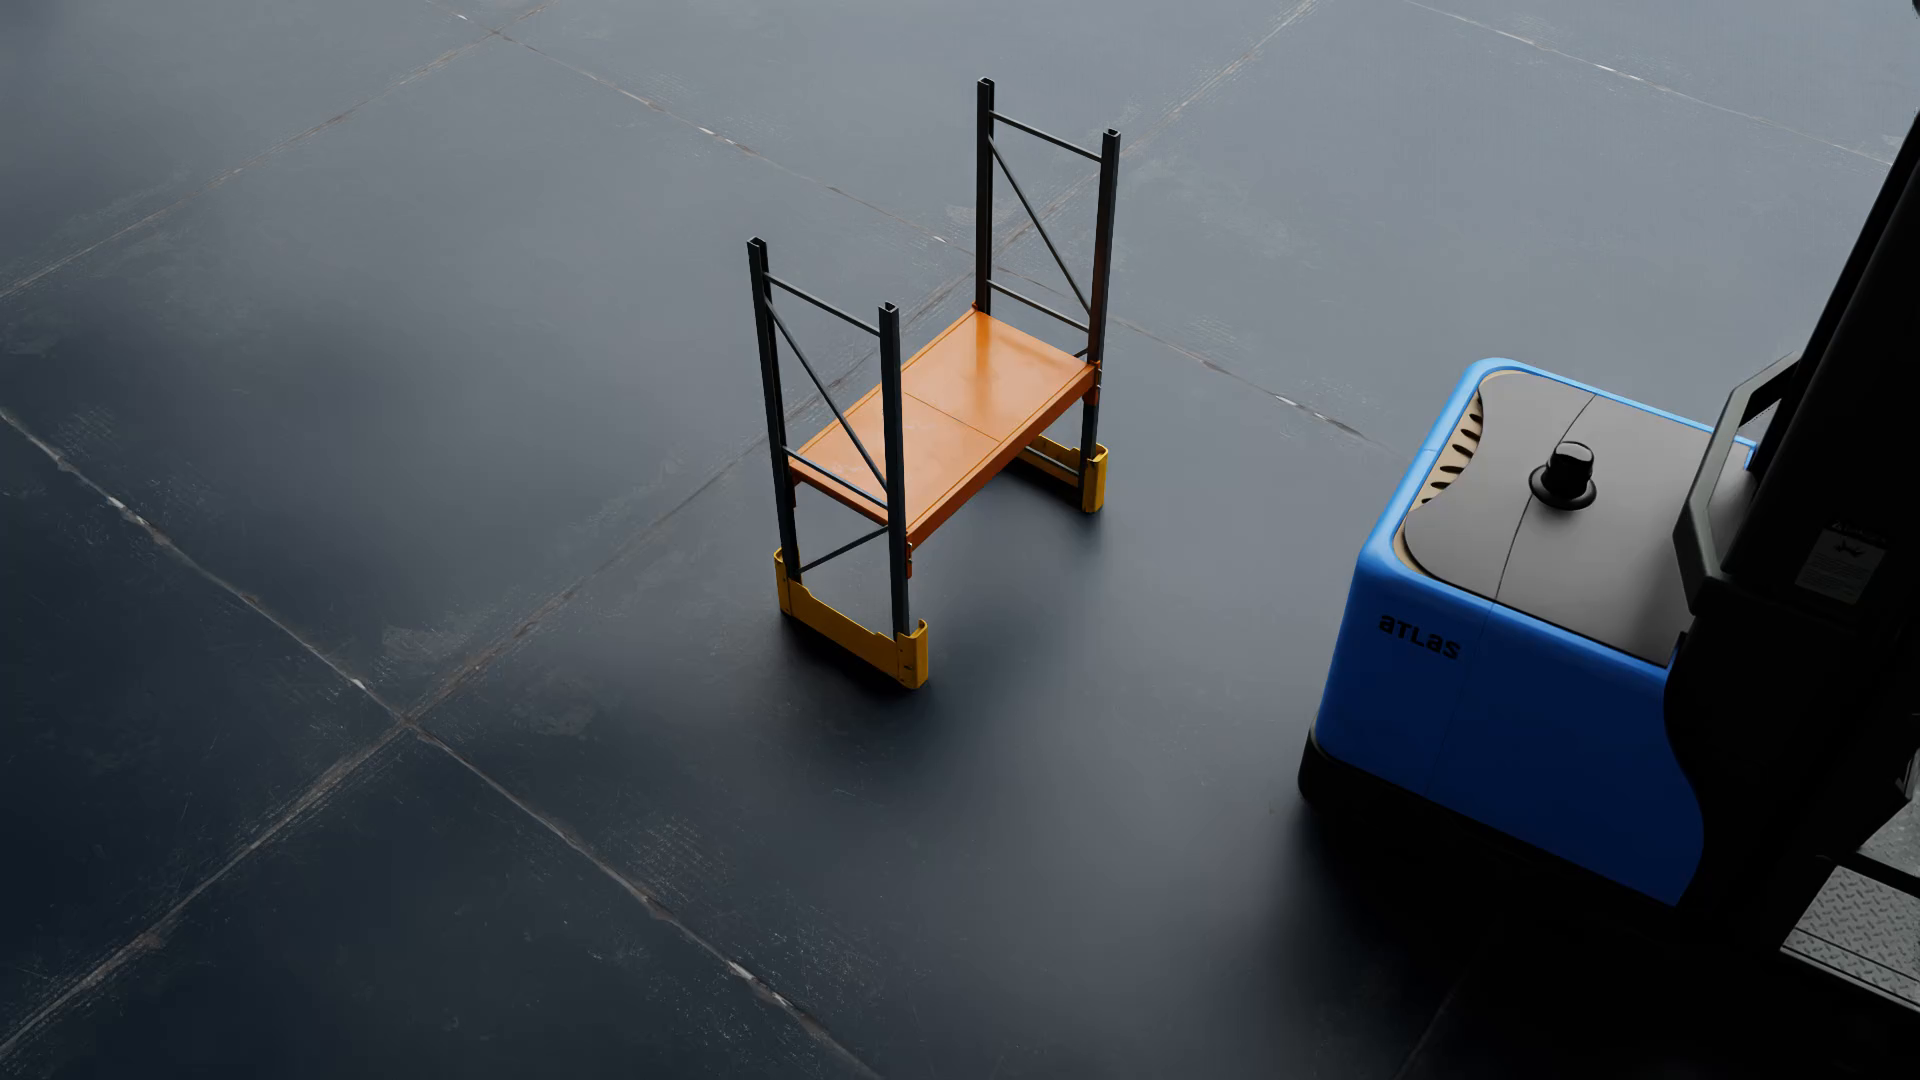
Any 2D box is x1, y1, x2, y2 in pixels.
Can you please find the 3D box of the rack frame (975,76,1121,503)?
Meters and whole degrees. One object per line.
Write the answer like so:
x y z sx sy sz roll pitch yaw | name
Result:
0.259 -0.760 5.439 0.500 1.500 0.032 29 53 25 | rack frame

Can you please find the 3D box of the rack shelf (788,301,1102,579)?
-0.052 -0.345 5.291 0.538 0.185 1.000 29 53 25 | rack shelf

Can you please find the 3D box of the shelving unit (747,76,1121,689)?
-0.047 -0.474 5.166 0.587 1.500 1.083 29 53 25 | shelving unit

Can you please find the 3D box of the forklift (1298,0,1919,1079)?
2.538 0.022 3.702 3.031 2.935 1.130 23 51 21 | forklift

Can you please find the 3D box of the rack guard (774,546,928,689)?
-0.351 0.242 5.346 0.587 0.250 0.087 29 53 25 | rack guard

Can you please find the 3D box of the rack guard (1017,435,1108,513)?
0.258 -0.328 5.890 0.587 0.250 0.087 29 53 25 | rack guard

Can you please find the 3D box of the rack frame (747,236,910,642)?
-0.363 -0.178 4.883 0.500 1.500 0.032 29 53 25 | rack frame
